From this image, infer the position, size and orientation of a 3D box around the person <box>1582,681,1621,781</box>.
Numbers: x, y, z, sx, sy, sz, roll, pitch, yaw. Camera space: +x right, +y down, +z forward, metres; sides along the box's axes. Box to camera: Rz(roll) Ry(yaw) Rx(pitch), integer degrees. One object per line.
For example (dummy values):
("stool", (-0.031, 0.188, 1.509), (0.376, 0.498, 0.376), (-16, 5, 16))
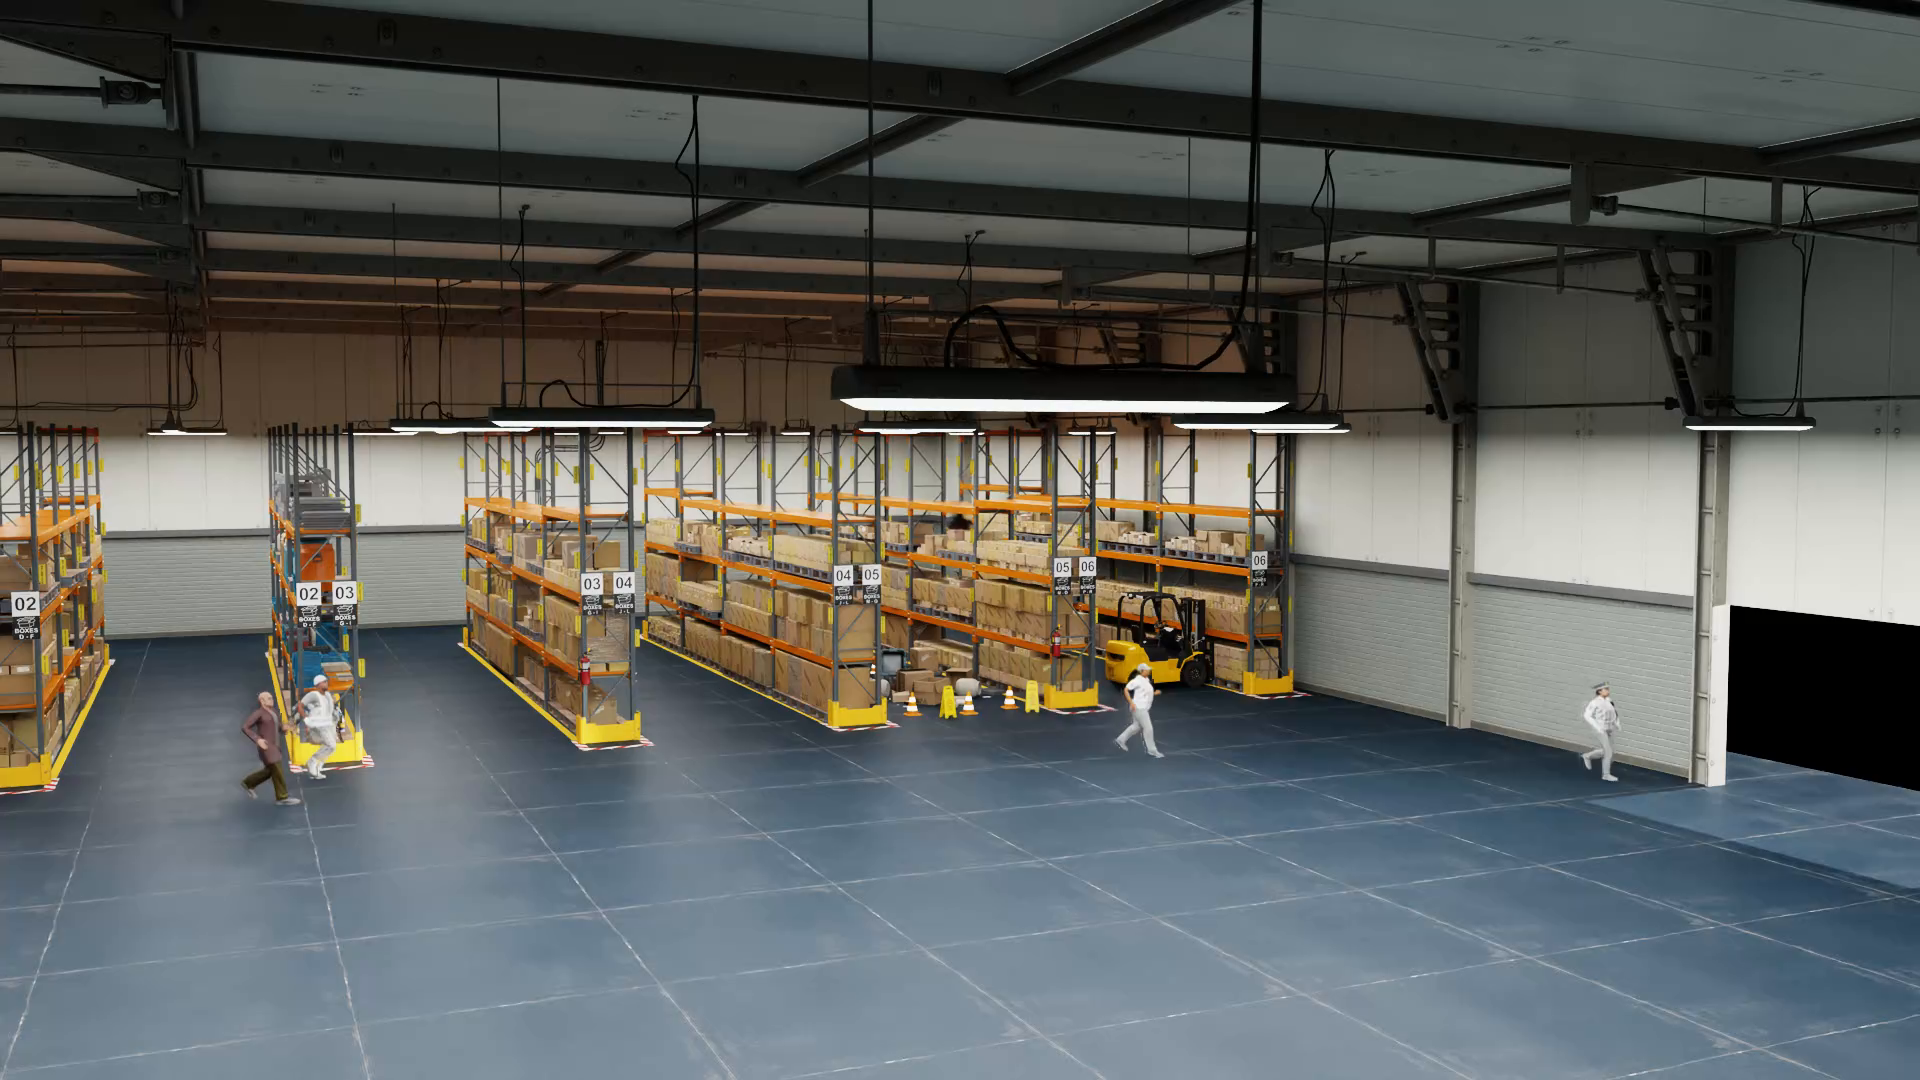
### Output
("person", (10.746, 3.182, 27.927), (0.655, 1.648, 0.739), (-2, 4, -32))

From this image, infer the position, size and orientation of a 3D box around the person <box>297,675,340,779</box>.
("person", (-10.754, 3.147, 28.074), (0.579, 1.726, 0.730), (0, 3, 5))

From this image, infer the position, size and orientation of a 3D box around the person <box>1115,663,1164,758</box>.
("person", (3.236, 3.039, 29.894), (0.919, 1.665, 0.599), (1, 4, 22))

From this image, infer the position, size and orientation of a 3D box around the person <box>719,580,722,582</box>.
("person", (-7.008, 1.966, 48.421), (0.591, 1.614, 0.557), (-2, 4, -32))

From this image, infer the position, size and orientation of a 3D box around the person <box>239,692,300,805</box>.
("person", (-10.784, 3.284, 25.903), (1.033, 1.668, 0.714), (0, 3, 4))
